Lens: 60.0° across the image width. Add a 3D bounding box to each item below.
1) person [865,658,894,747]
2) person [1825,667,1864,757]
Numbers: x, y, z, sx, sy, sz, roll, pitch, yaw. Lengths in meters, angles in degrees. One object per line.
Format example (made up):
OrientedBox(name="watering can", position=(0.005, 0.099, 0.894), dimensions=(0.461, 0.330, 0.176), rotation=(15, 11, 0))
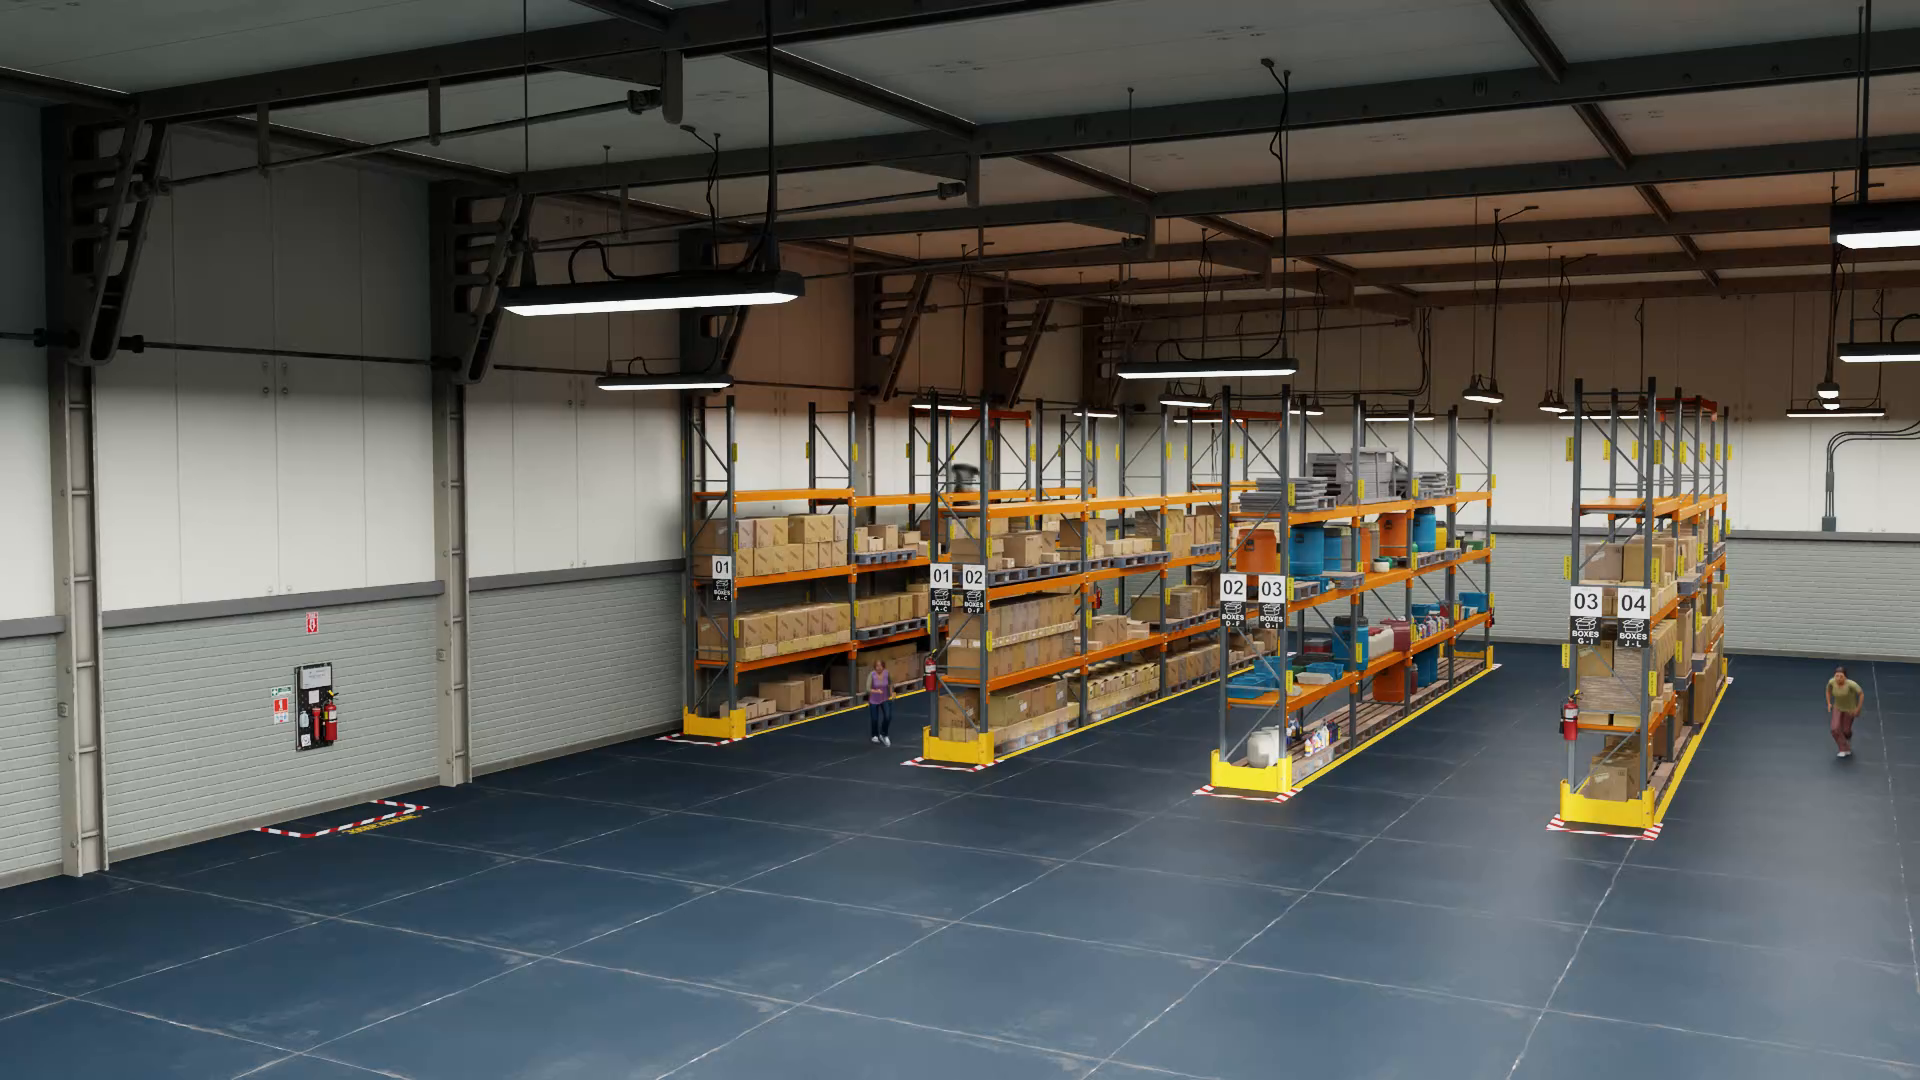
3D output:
OrientedBox(name="person", position=(-1.360, 2.749, 28.226), dimensions=(0.535, 1.520, 0.893), rotation=(-1, 3, -12))
OrientedBox(name="person", position=(14.619, 2.815, 27.435), dimensions=(0.585, 1.500, 0.936), rotation=(3, 4, 41))
